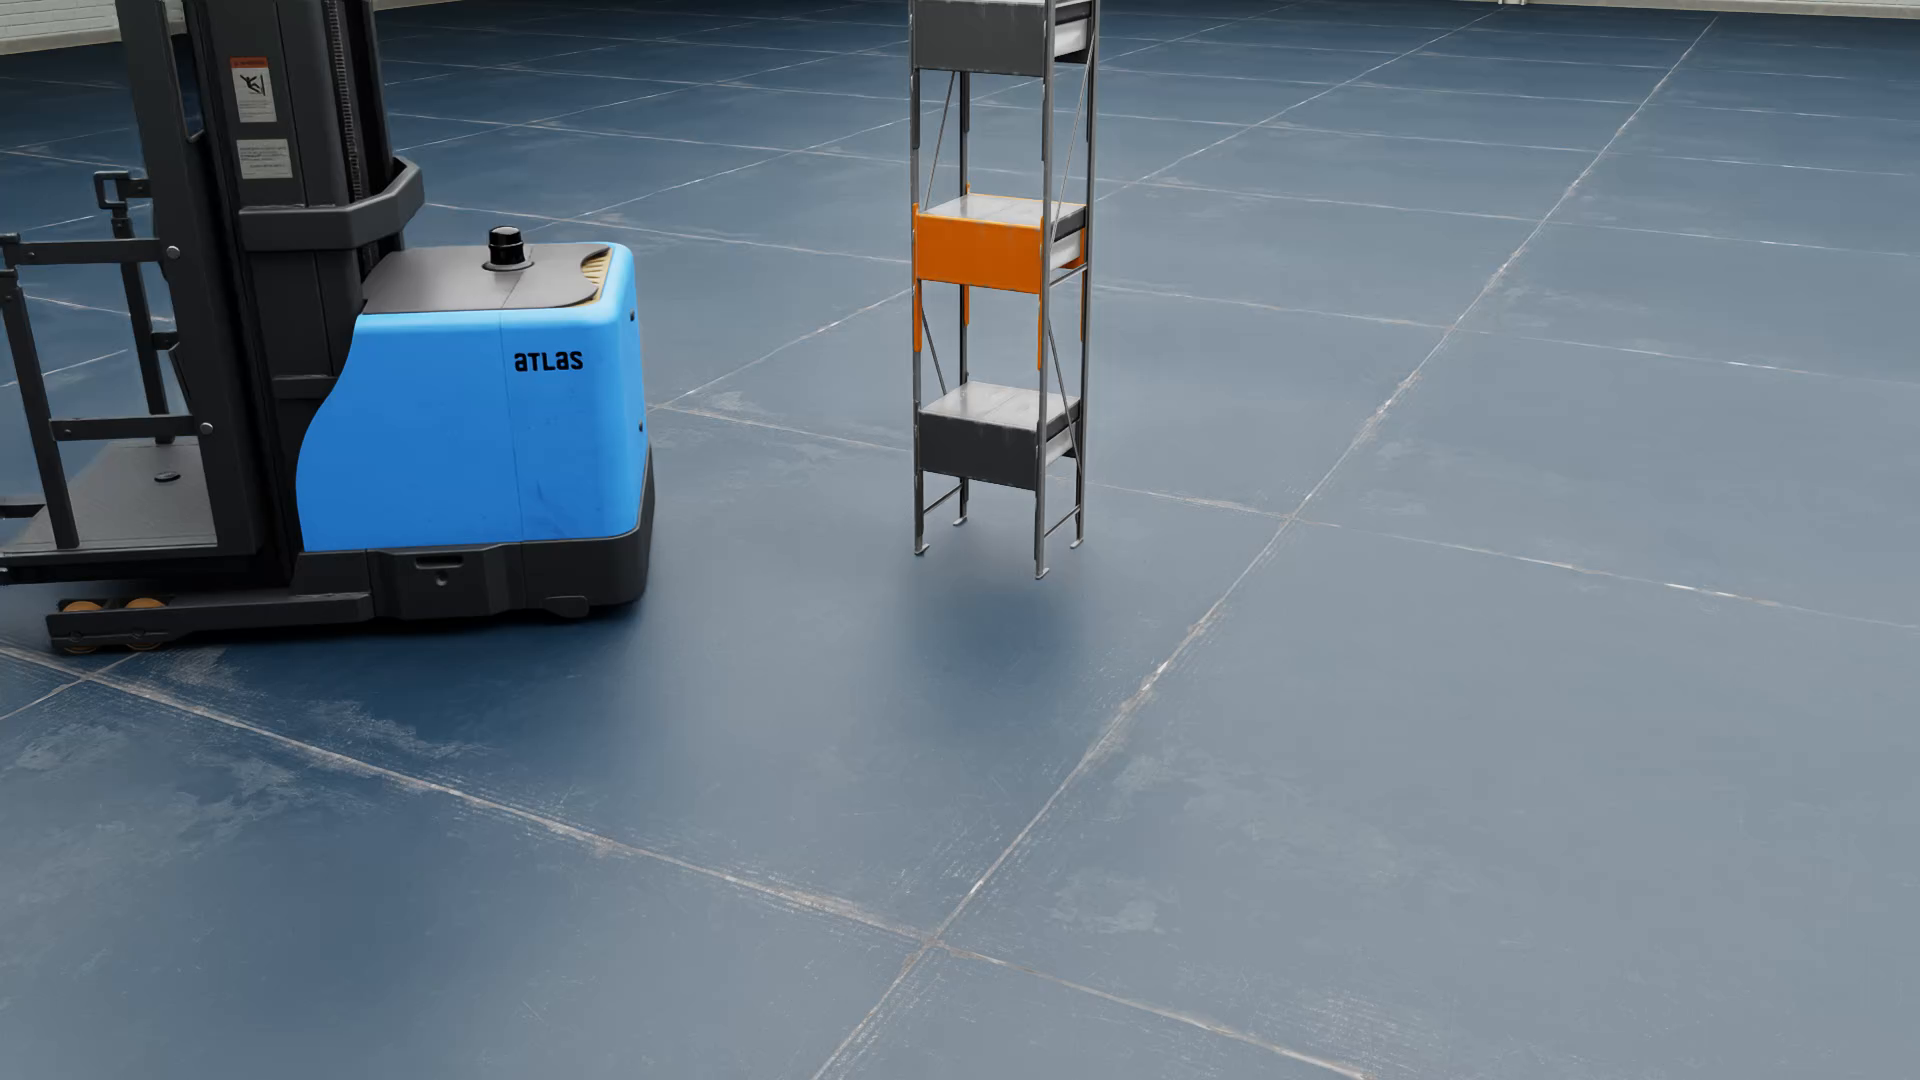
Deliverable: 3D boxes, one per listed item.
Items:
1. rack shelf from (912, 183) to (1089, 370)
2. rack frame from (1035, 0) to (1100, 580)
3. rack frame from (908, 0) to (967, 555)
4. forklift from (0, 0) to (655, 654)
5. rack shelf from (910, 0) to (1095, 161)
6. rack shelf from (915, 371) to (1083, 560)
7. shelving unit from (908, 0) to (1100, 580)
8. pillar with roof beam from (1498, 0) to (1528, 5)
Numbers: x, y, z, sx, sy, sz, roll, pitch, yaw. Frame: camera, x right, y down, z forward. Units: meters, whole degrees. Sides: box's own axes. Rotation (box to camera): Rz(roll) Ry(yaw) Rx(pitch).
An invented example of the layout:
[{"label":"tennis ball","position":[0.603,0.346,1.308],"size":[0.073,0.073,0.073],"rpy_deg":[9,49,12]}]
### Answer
[{"label":"rack shelf","position":[0.148,-0.924,5.776],"size":[0.480,0.518,0.431],"rpy_deg":[11,25,25]},{"label":"rack frame","position":[0.365,-0.894,5.669],"size":[0.015,2.100,0.400],"rpy_deg":[11,25,25]},{"label":"rack frame","position":[-0.070,-0.980,5.872],"size":[0.015,2.100,0.400],"rpy_deg":[11,25,25]},{"label":"forklift","position":[-2.628,-1.200,5.327],"size":[3.031,2.935,1.130],"rpy_deg":[-3,23,-7]},{"label":"rack shelf","position":[0.148,-1.569,5.502],"size":[0.480,0.518,0.431],"rpy_deg":[11,25,25]},{"label":"rack shelf","position":[0.148,-0.280,6.050],"size":[0.480,0.518,0.431],"rpy_deg":[11,25,25]},{"label":"shelving unit","position":[0.148,-0.937,5.770],"size":[0.503,2.100,0.431],"rpy_deg":[11,25,25]},{"label":"pillar with roof beam","position":[6.674,-11.001,20.619],"size":[0.400,9.000,9.100],"rpy_deg":[11,25,25]}]
